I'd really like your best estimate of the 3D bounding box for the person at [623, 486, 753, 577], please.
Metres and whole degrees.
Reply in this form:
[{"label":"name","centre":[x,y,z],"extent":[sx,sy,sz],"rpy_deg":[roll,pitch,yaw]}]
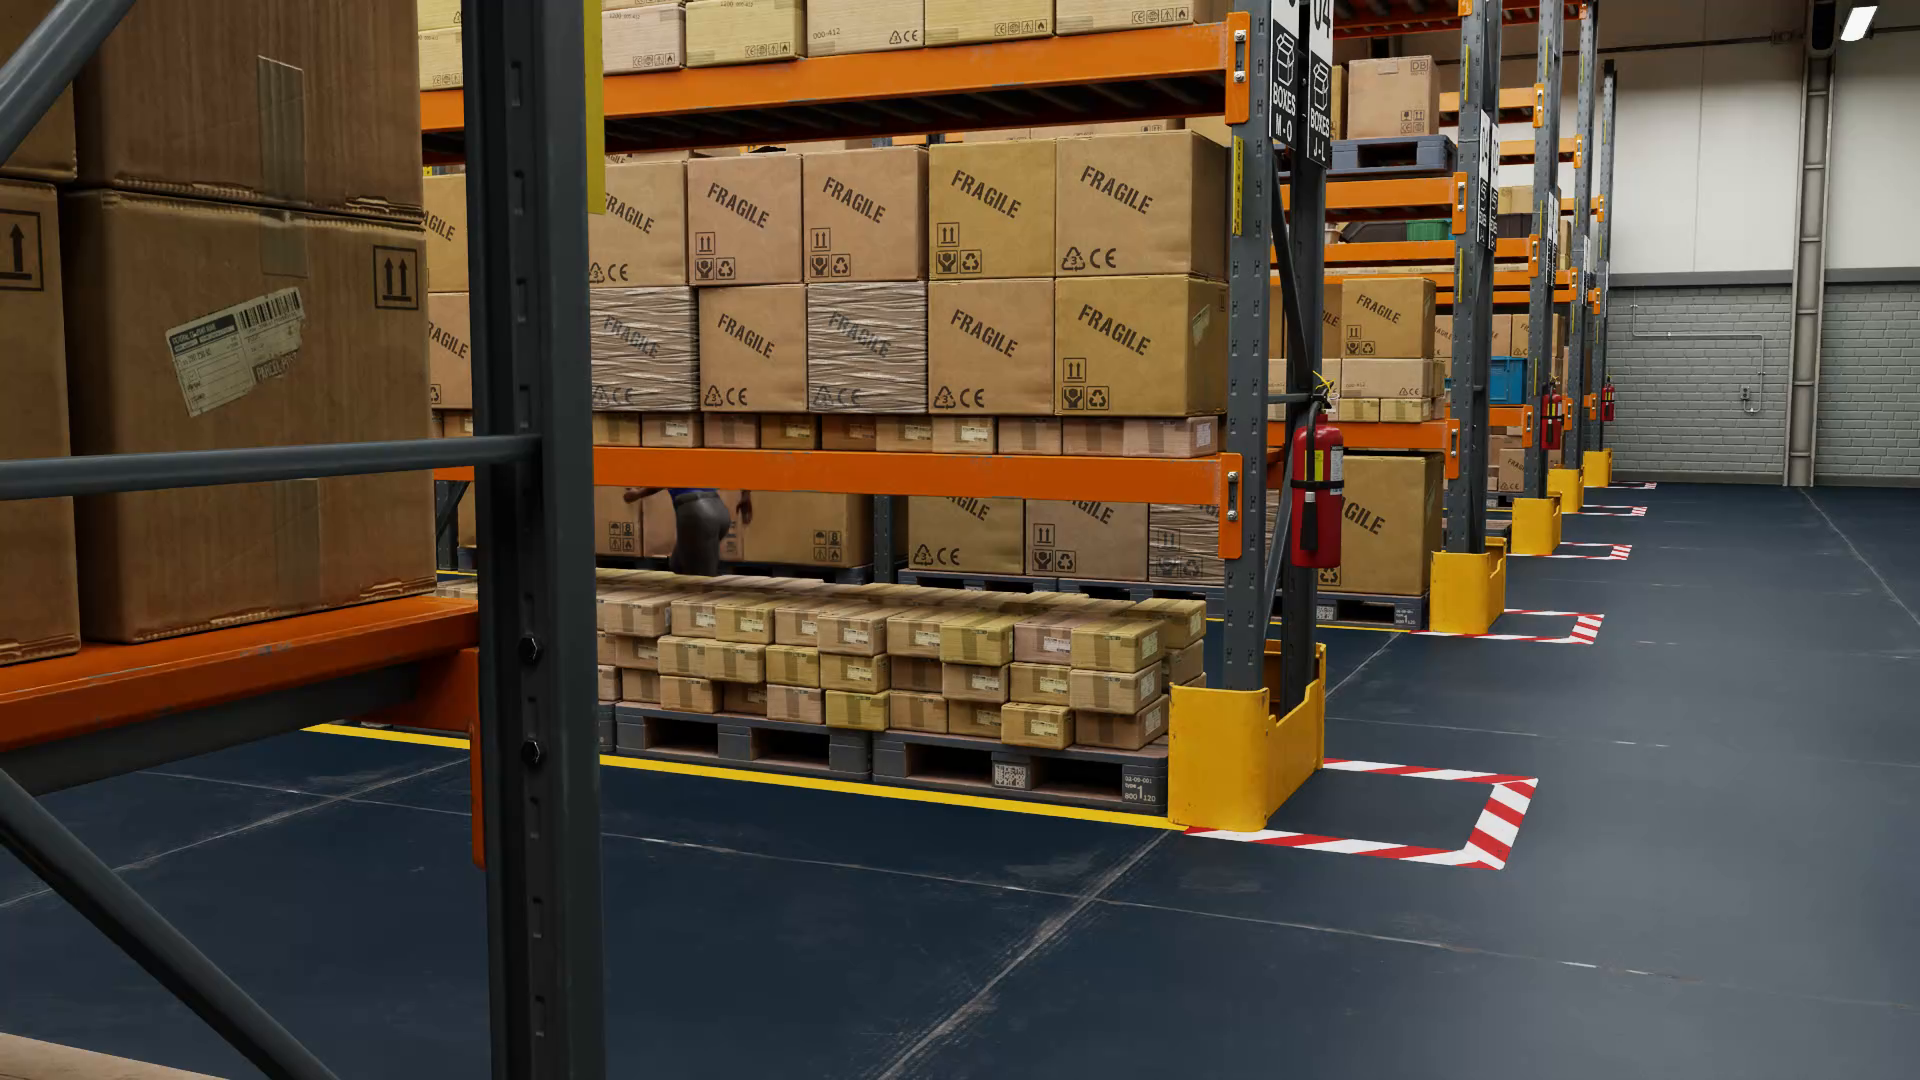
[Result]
[{"label":"person","centre":[-1.461,-0.100,9.183],"extent":[0.802,1.572,0.591],"rpy_deg":[2,6,19]}]
